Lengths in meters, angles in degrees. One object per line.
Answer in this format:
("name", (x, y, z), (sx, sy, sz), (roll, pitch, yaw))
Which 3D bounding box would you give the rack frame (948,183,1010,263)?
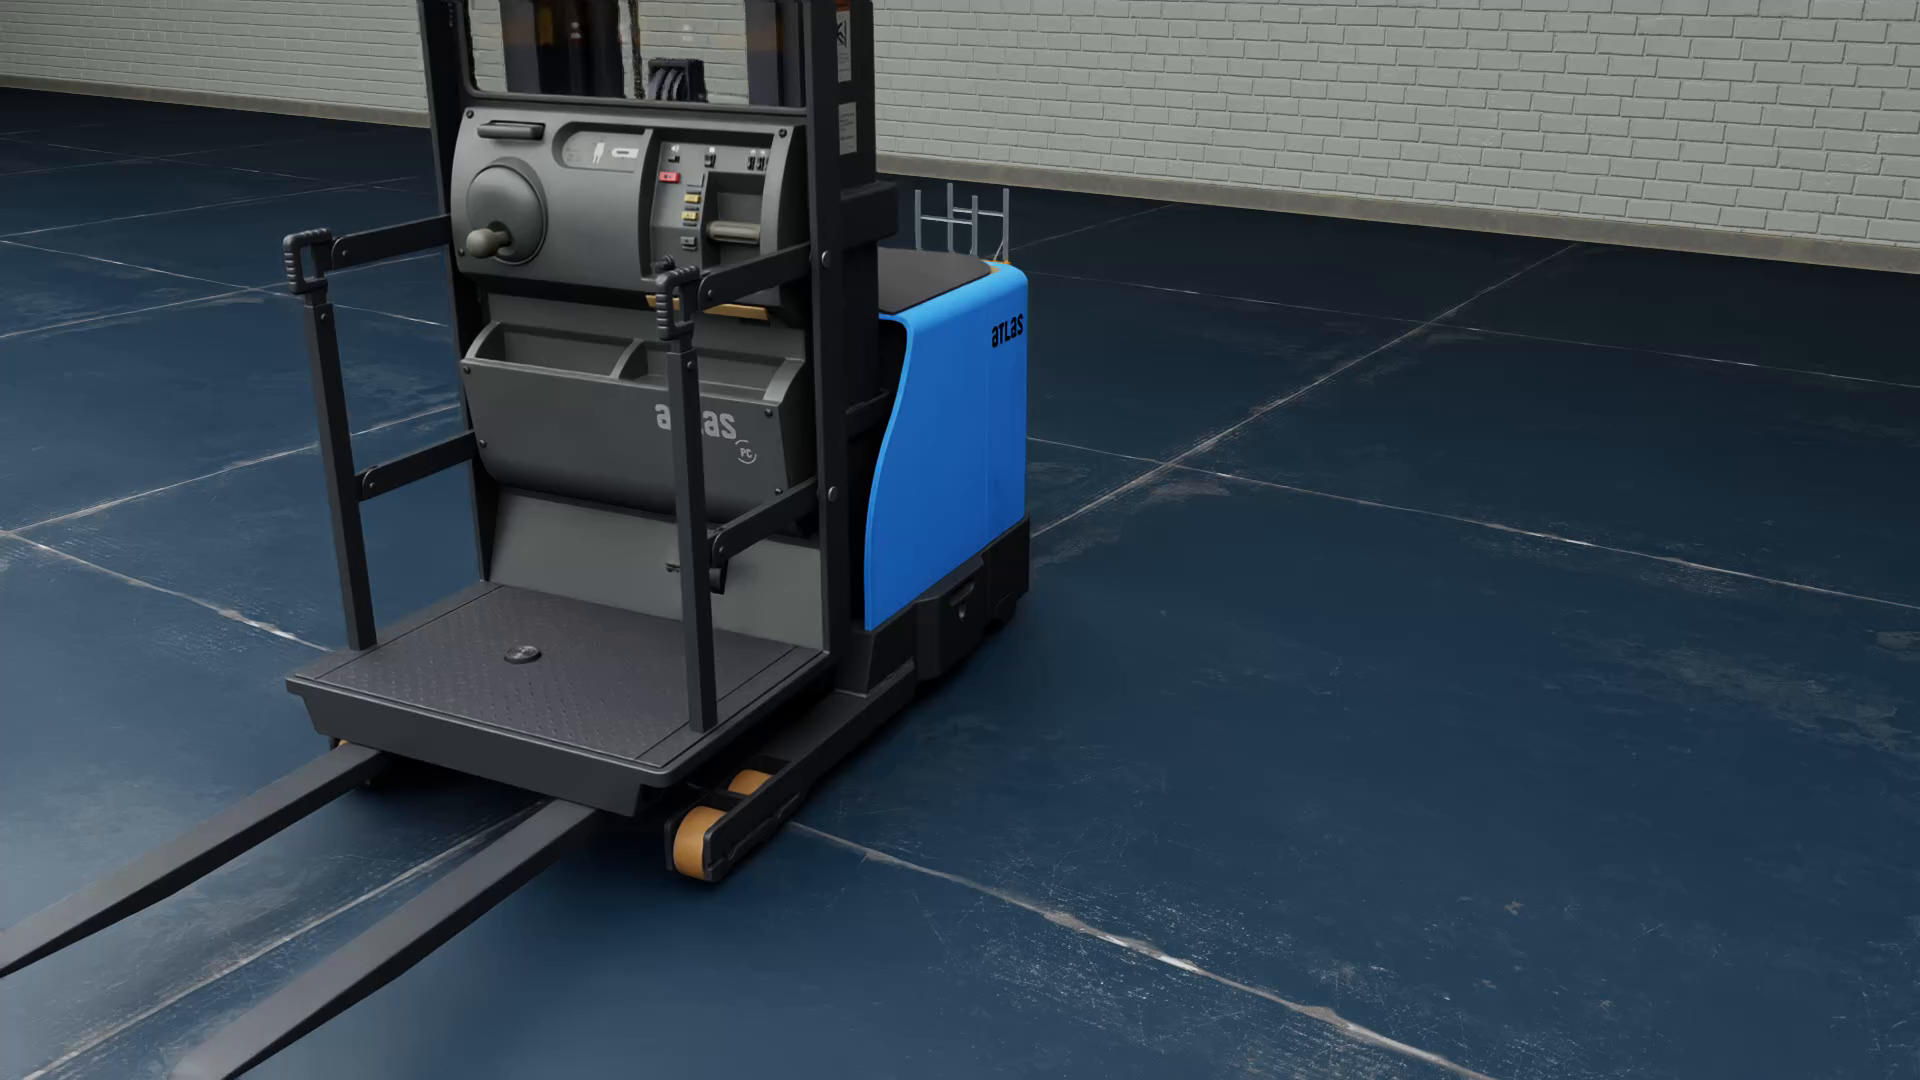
("rack frame", (0.060, -0.593, 5.639), (0.240, 1.200, 0.006), (13, 24, 32))

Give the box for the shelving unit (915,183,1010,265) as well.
("shelving unit", (0.008, -0.567, 5.568), (0.258, 1.200, 0.189), (13, 24, 32))

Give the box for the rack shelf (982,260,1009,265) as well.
("rack shelf", (0.008, -0.863, 5.459), (0.258, 0.103, 0.180), (13, 24, 32))

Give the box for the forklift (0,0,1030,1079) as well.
("forklift", (-0.886, -0.786, 3.665), (1.130, 2.935, 3.031), (10, 22, 24))

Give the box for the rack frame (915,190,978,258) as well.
("rack frame", (-0.043, -0.541, 5.497), (0.240, 1.200, 0.006), (13, 24, 32))
